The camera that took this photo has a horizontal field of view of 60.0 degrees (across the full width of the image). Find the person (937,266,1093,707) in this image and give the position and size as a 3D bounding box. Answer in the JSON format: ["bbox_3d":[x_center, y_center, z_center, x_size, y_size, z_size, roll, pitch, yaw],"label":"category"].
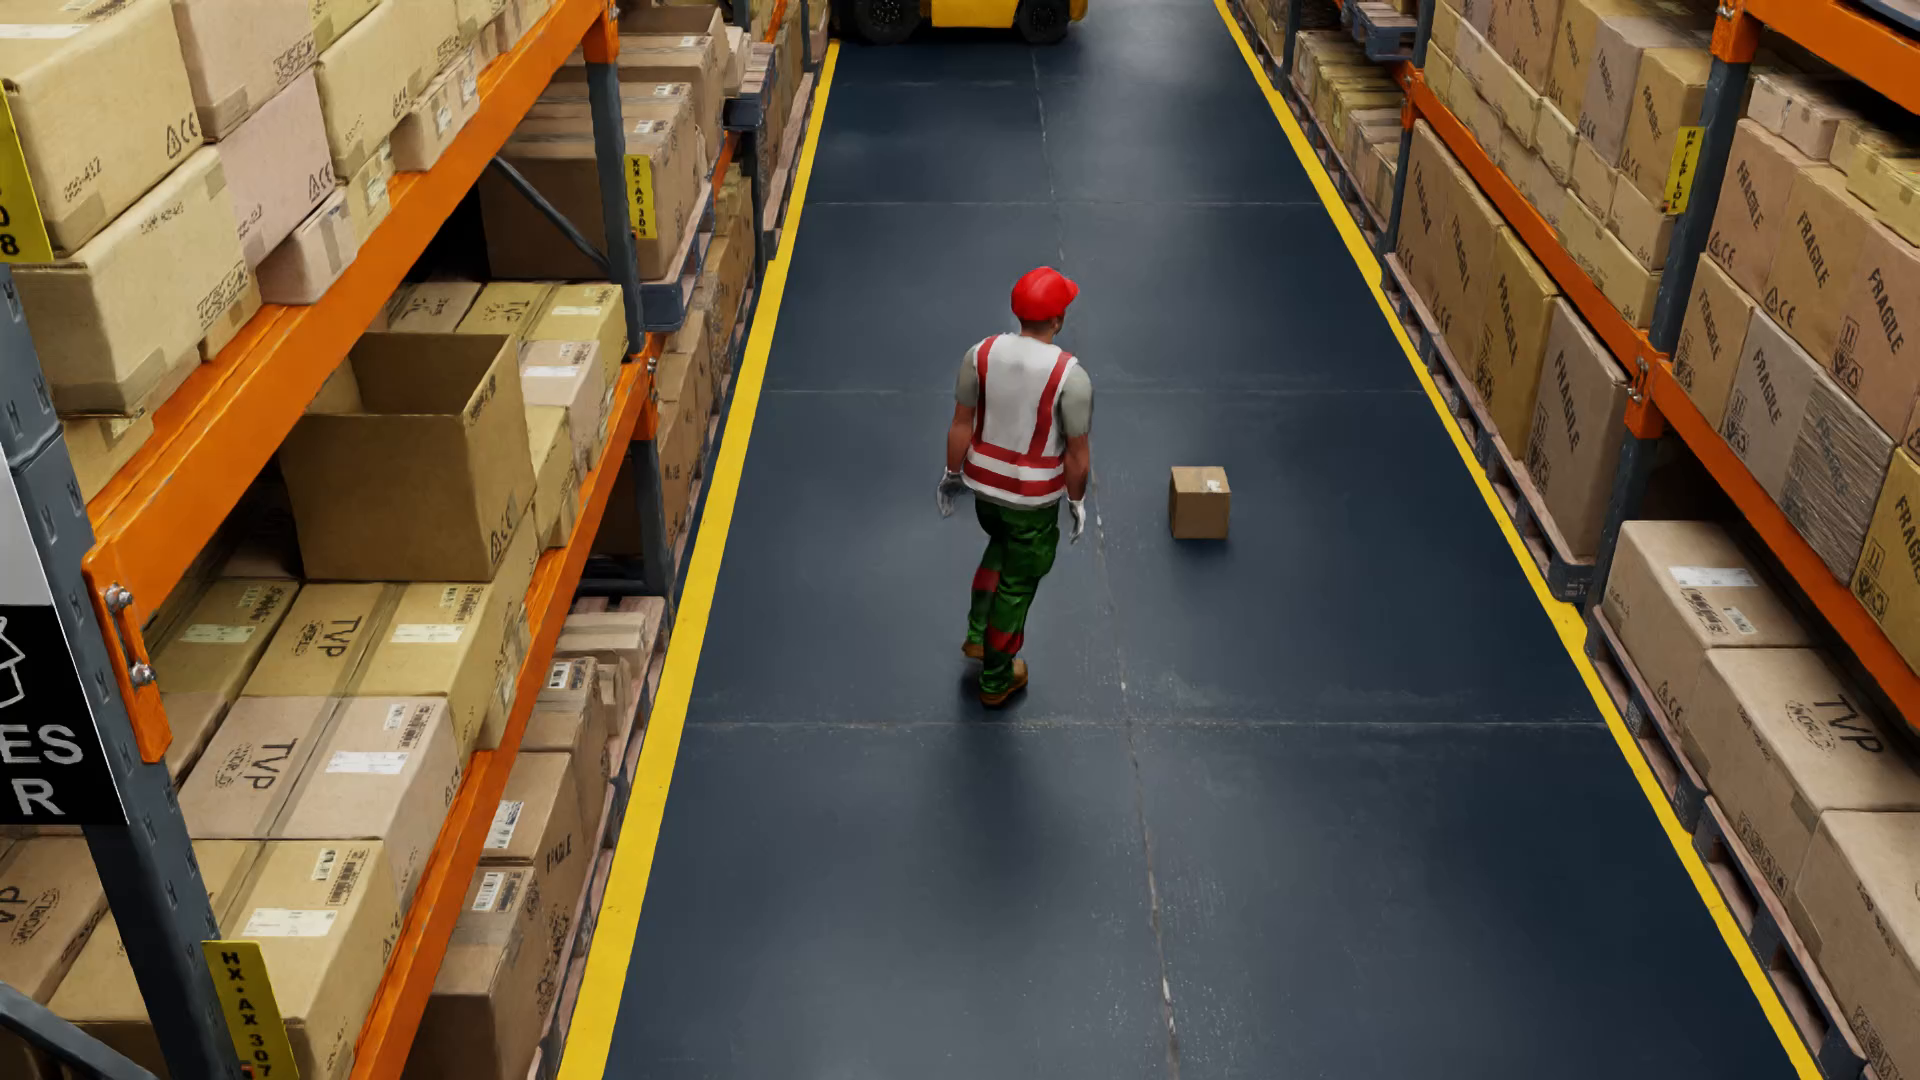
[{"bbox_3d":[0.226,-0.198,6.402,0.581,1.772,0.497,18,36,27],"label":"person"}]
